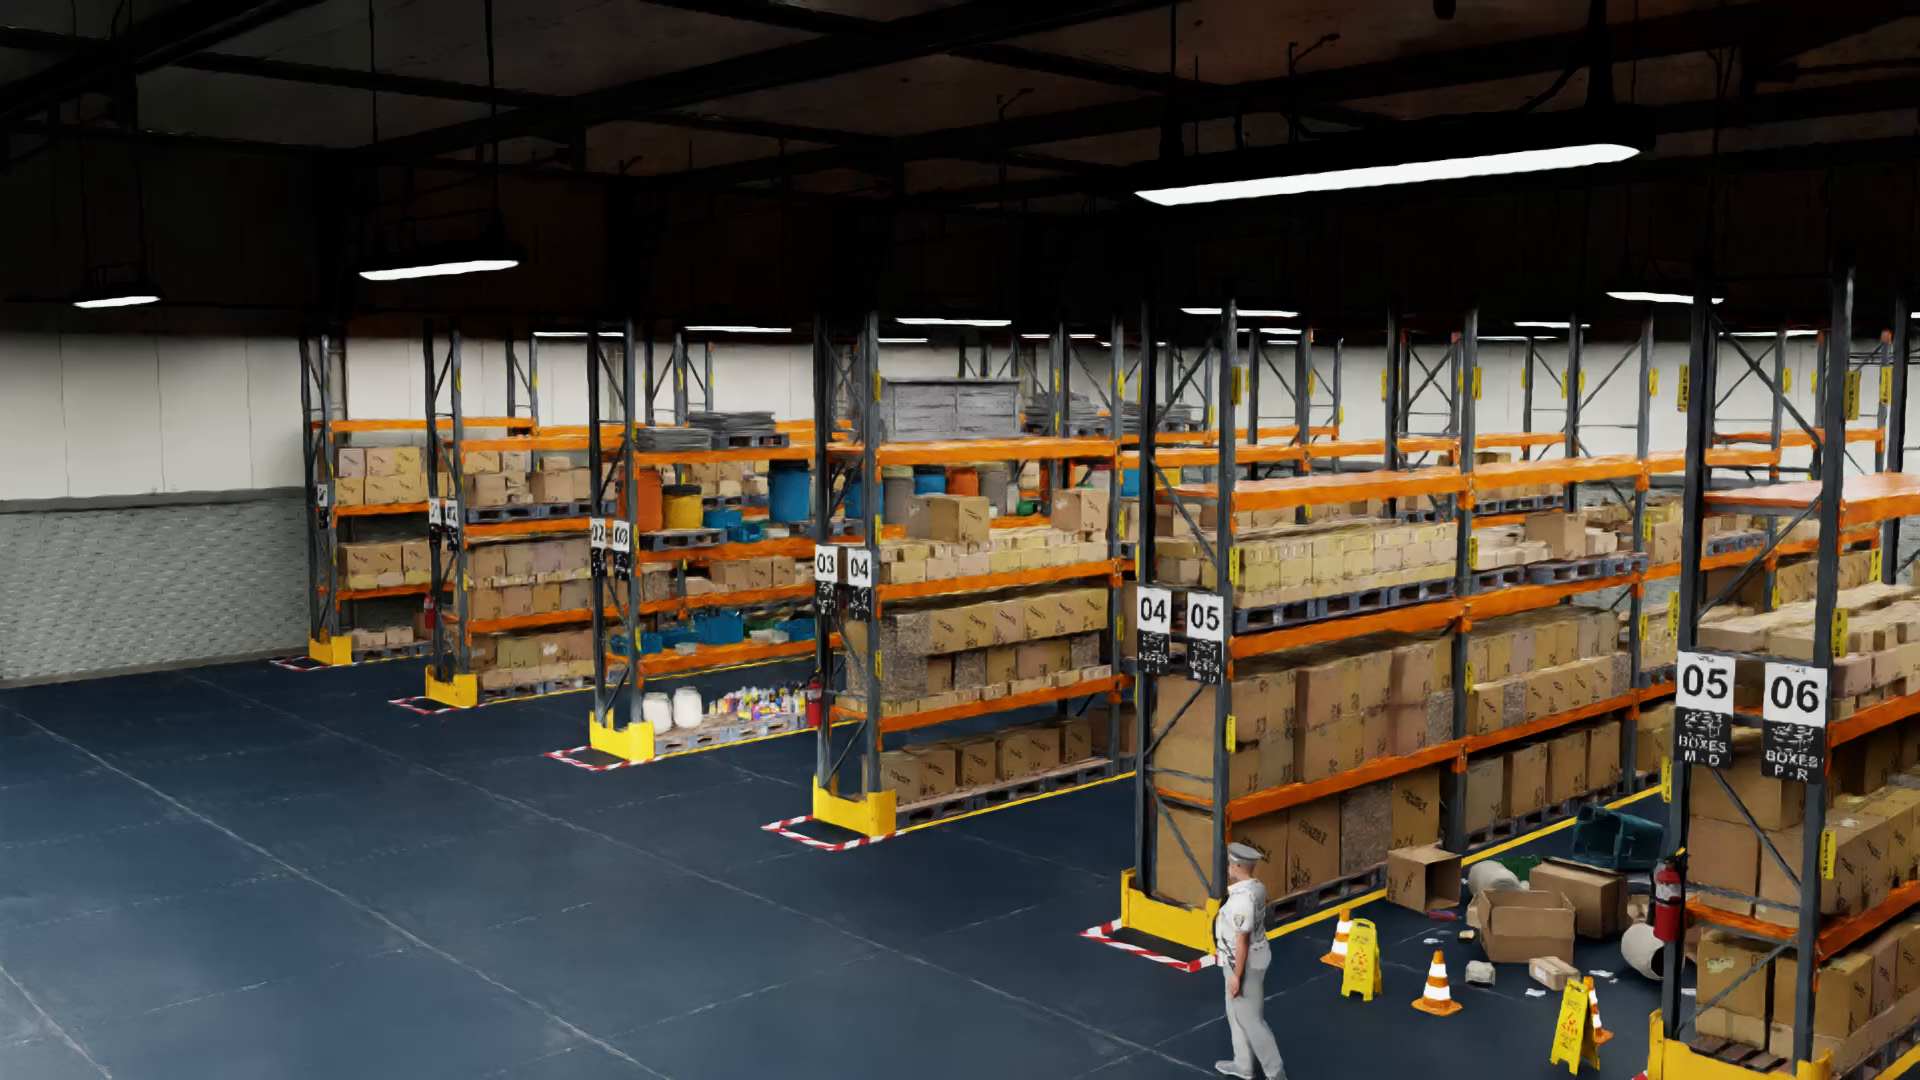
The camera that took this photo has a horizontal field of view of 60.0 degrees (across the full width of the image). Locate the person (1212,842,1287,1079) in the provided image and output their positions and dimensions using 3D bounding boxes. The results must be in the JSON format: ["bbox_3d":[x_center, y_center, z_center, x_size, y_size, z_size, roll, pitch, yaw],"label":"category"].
[{"bbox_3d":[2.121,3.088,12.069,0.559,1.746,0.653,2,6,19],"label":"person"}]
